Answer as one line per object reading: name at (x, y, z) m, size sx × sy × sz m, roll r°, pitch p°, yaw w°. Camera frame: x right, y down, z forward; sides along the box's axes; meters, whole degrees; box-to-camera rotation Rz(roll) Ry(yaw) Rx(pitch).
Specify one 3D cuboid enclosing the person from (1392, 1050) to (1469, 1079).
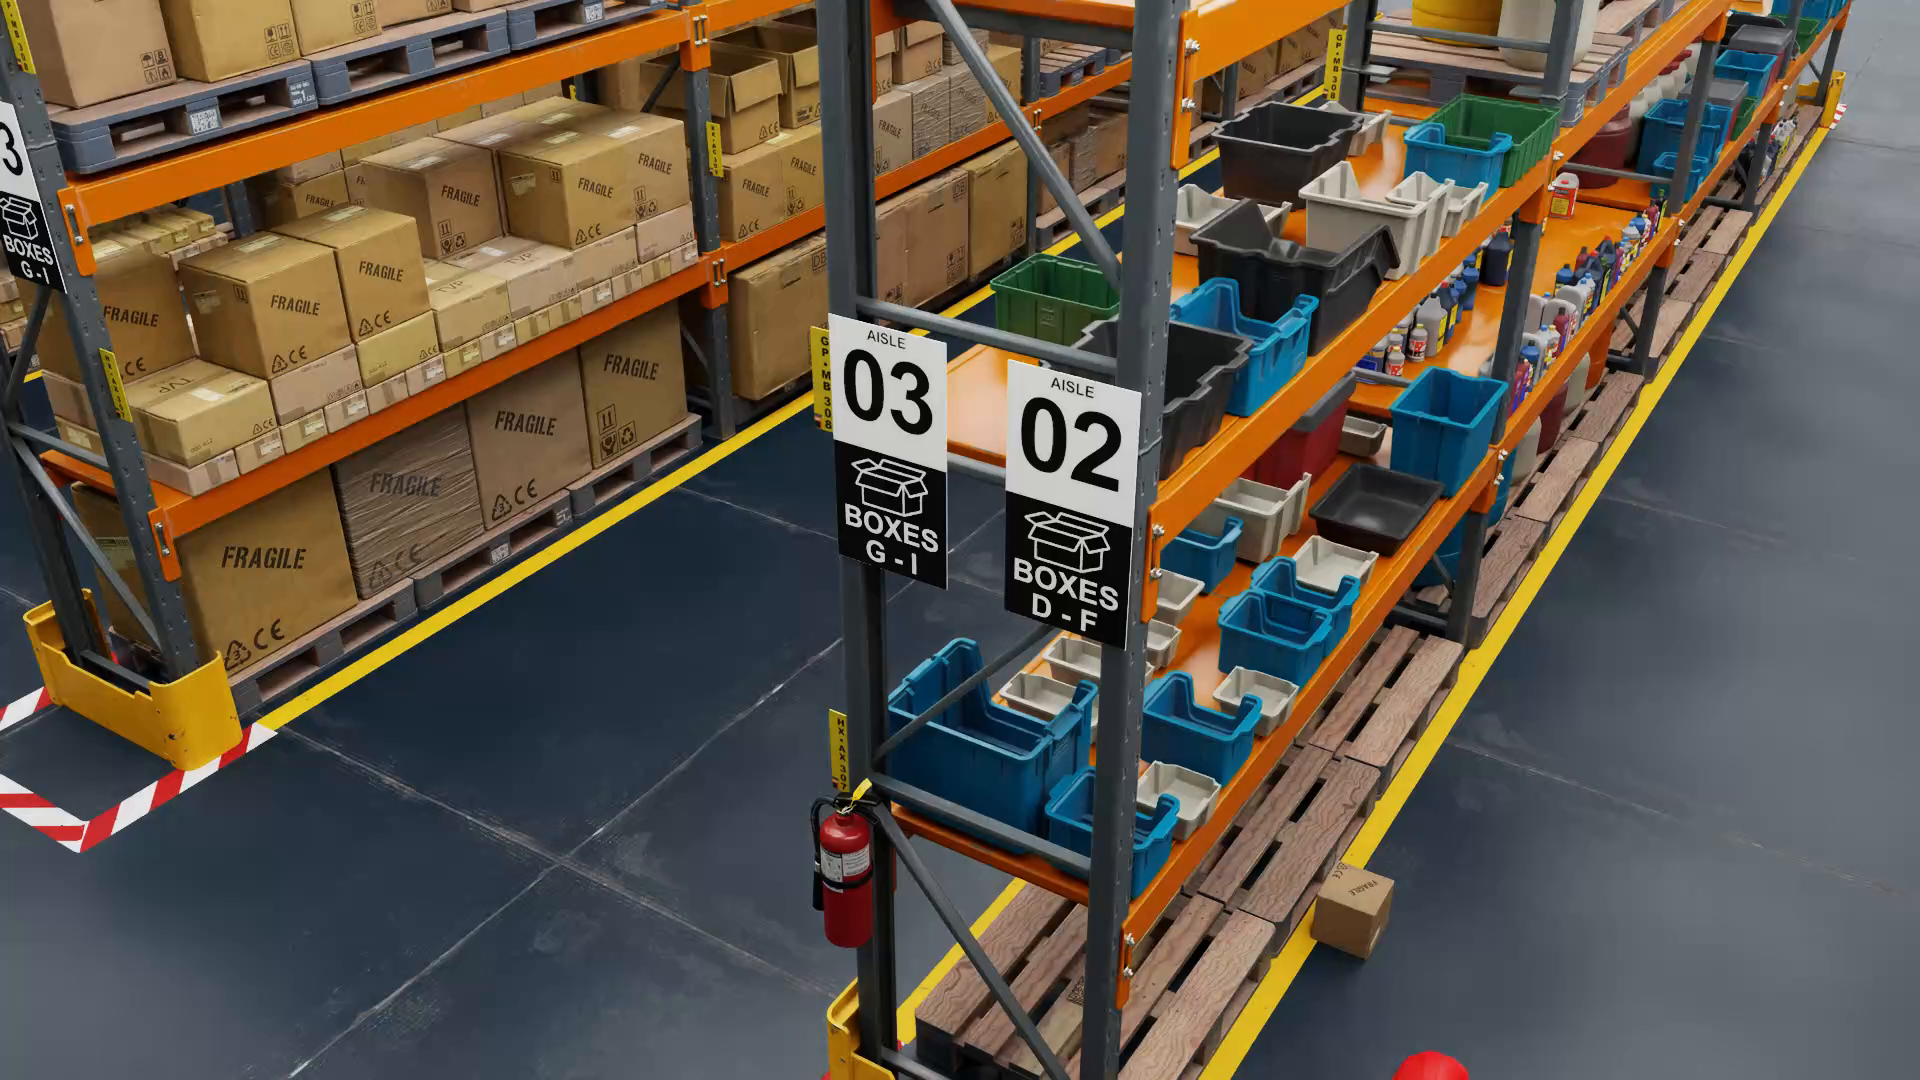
person at (1.159, 2.128, 4.510) m, size 0.730 × 1.755 × 0.658 m, roll -10°, pitch 32°, yaw -17°
